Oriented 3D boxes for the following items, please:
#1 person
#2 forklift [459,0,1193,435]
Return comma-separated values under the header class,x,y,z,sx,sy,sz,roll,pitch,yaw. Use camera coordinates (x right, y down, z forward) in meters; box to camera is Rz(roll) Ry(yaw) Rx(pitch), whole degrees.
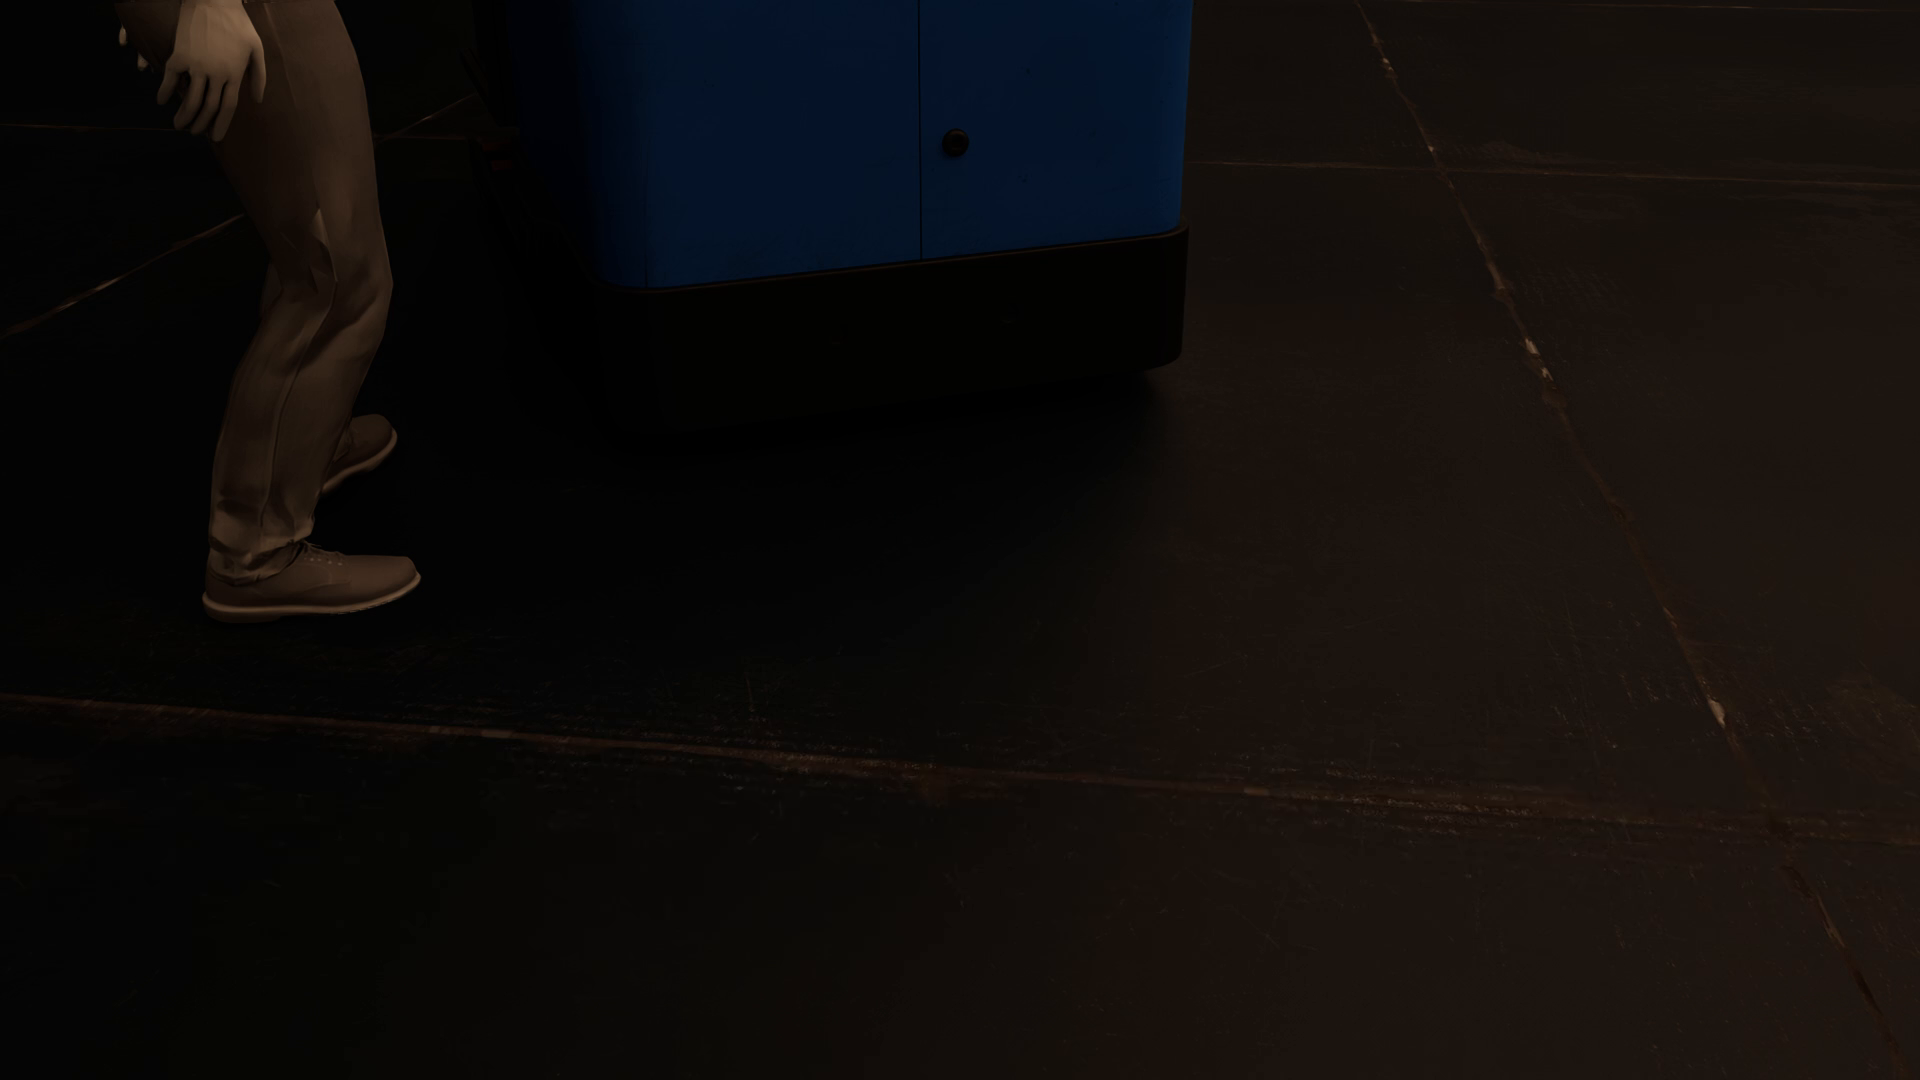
class,x,y,z,sx,sy,sz,roll,pitch,yaw
person,-0.915,-0.702,2.105,0.403,1.636,0.800,-14,30,-25
forklift,-0.587,-2.118,3.462,1.130,2.935,3.031,-9,28,-18
